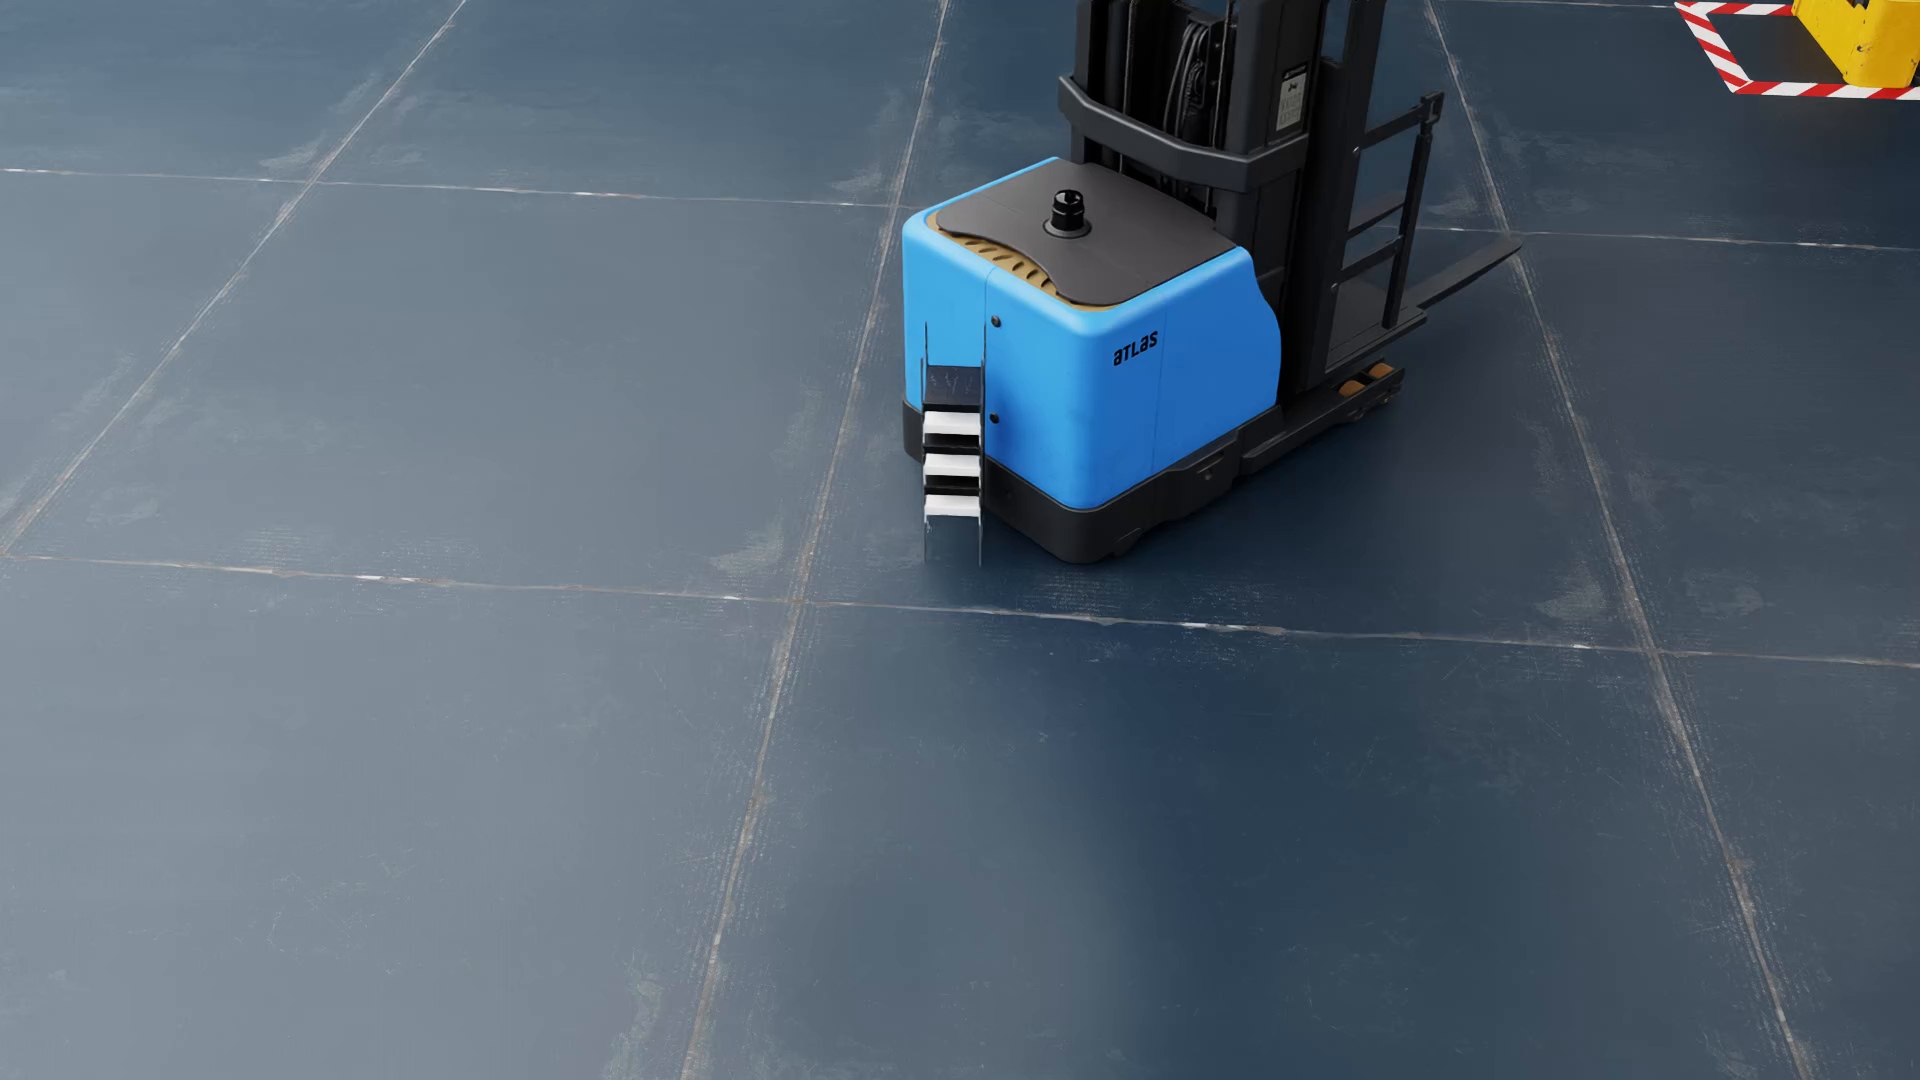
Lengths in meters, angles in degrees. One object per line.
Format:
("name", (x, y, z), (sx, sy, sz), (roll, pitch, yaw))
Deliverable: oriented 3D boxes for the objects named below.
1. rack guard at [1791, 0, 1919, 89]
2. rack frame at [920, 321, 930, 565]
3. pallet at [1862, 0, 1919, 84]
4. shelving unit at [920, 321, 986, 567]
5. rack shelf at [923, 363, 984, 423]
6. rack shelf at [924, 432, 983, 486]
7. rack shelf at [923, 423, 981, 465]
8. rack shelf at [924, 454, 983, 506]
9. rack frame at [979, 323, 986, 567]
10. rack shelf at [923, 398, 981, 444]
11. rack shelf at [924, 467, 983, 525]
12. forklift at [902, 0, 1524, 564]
("rack guard", (5.252, -3.113, 9.679), (0.348, 0.500, 1.175), (3, 39, 4))
("rack frame", (-0.123, -0.333, 5.946), (0.006, 0.900, 0.240), (2, 39, 3))
("pallet", (6.060, -2.953, 9.711), (1.213, 0.211, 1.003), (3, 39, 4))
("shelving unit", (-0.021, -0.329, 5.942), (0.210, 0.900, 0.258), (2, 39, 3))
("rack shelf", (-0.021, -0.513, 5.792), (0.200, 0.077, 0.258), (2, 39, 3))
("rack shelf", (-0.021, -0.303, 5.963), (0.200, 0.077, 0.258), (2, 39, 3))
("rack shelf", (-0.021, -0.373, 5.906), (0.200, 0.077, 0.258), (2, 39, 3))
("rack shelf", (-0.021, -0.234, 6.020), (0.200, 0.077, 0.258), (2, 39, 3))
("rack frame", (0.080, -0.326, 5.937), (0.006, 0.900, 0.240), (2, 39, 3))
("rack shelf", (-0.021, -0.443, 5.849), (0.200, 0.077, 0.258), (2, 39, 3))
("rack shelf", (-0.021, -0.164, 6.076), (0.200, 0.077, 0.258), (2, 39, 3))
("forklift", (1.214, -1.847, 6.198), (3.031, 2.935, 1.130), (-29, 47, -31))
